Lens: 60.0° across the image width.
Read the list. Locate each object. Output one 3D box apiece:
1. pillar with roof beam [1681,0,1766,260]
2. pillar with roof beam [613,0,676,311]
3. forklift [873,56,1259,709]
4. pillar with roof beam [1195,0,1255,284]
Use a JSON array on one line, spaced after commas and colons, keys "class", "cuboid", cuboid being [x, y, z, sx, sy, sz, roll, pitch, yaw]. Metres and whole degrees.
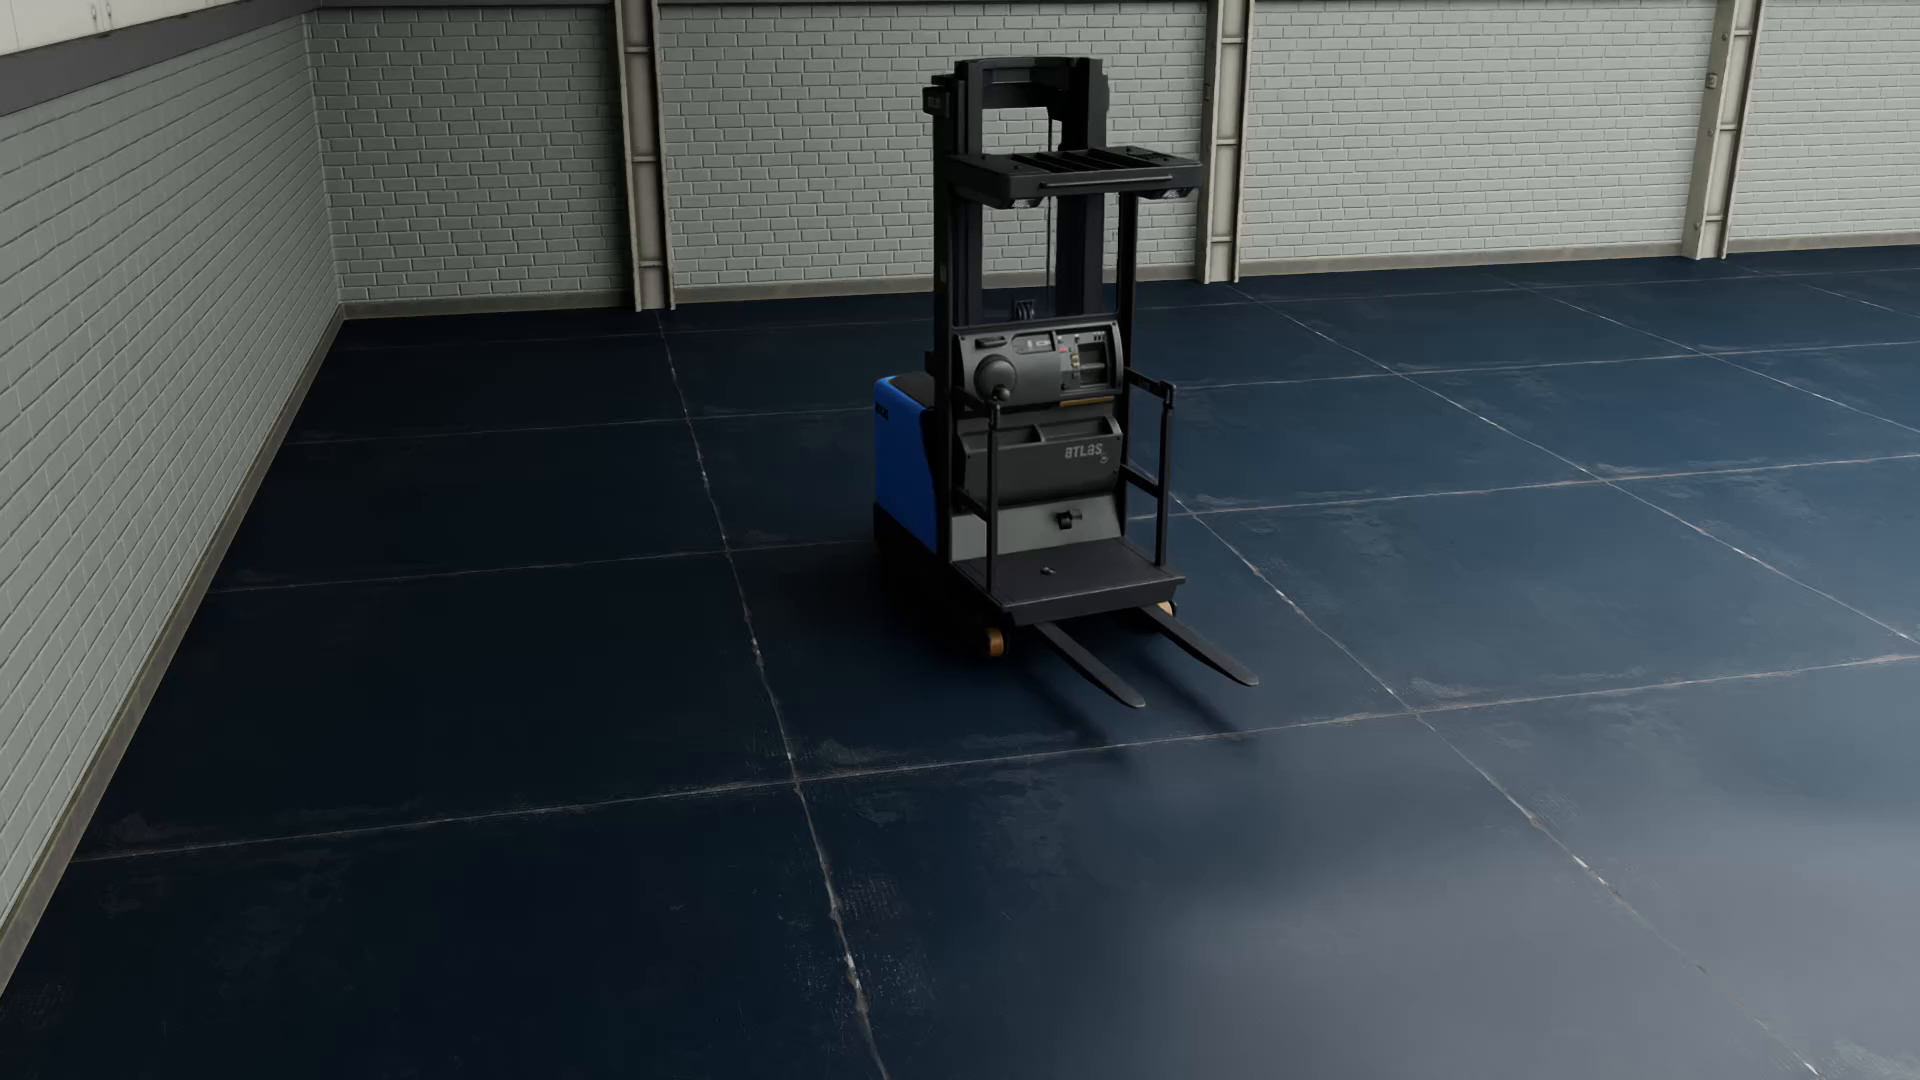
[{"class": "pillar with roof beam", "cuboid": [9.602, -6.071, 13.806, 0.400, 9.000, 9.100, -5, 21, -12]}, {"class": "pillar with roof beam", "cuboid": [-2.076, -5.122, 11.213, 0.400, 9.000, 9.100, -5, 21, -12]}, {"class": "forklift", "cuboid": [0.515, -0.926, 8.582, 1.130, 2.935, 3.031, -8, 22, -21]}, {"class": "pillar with roof beam", "cuboid": [3.763, -5.596, 12.510, 0.400, 9.000, 9.100, -5, 21, -12]}]
